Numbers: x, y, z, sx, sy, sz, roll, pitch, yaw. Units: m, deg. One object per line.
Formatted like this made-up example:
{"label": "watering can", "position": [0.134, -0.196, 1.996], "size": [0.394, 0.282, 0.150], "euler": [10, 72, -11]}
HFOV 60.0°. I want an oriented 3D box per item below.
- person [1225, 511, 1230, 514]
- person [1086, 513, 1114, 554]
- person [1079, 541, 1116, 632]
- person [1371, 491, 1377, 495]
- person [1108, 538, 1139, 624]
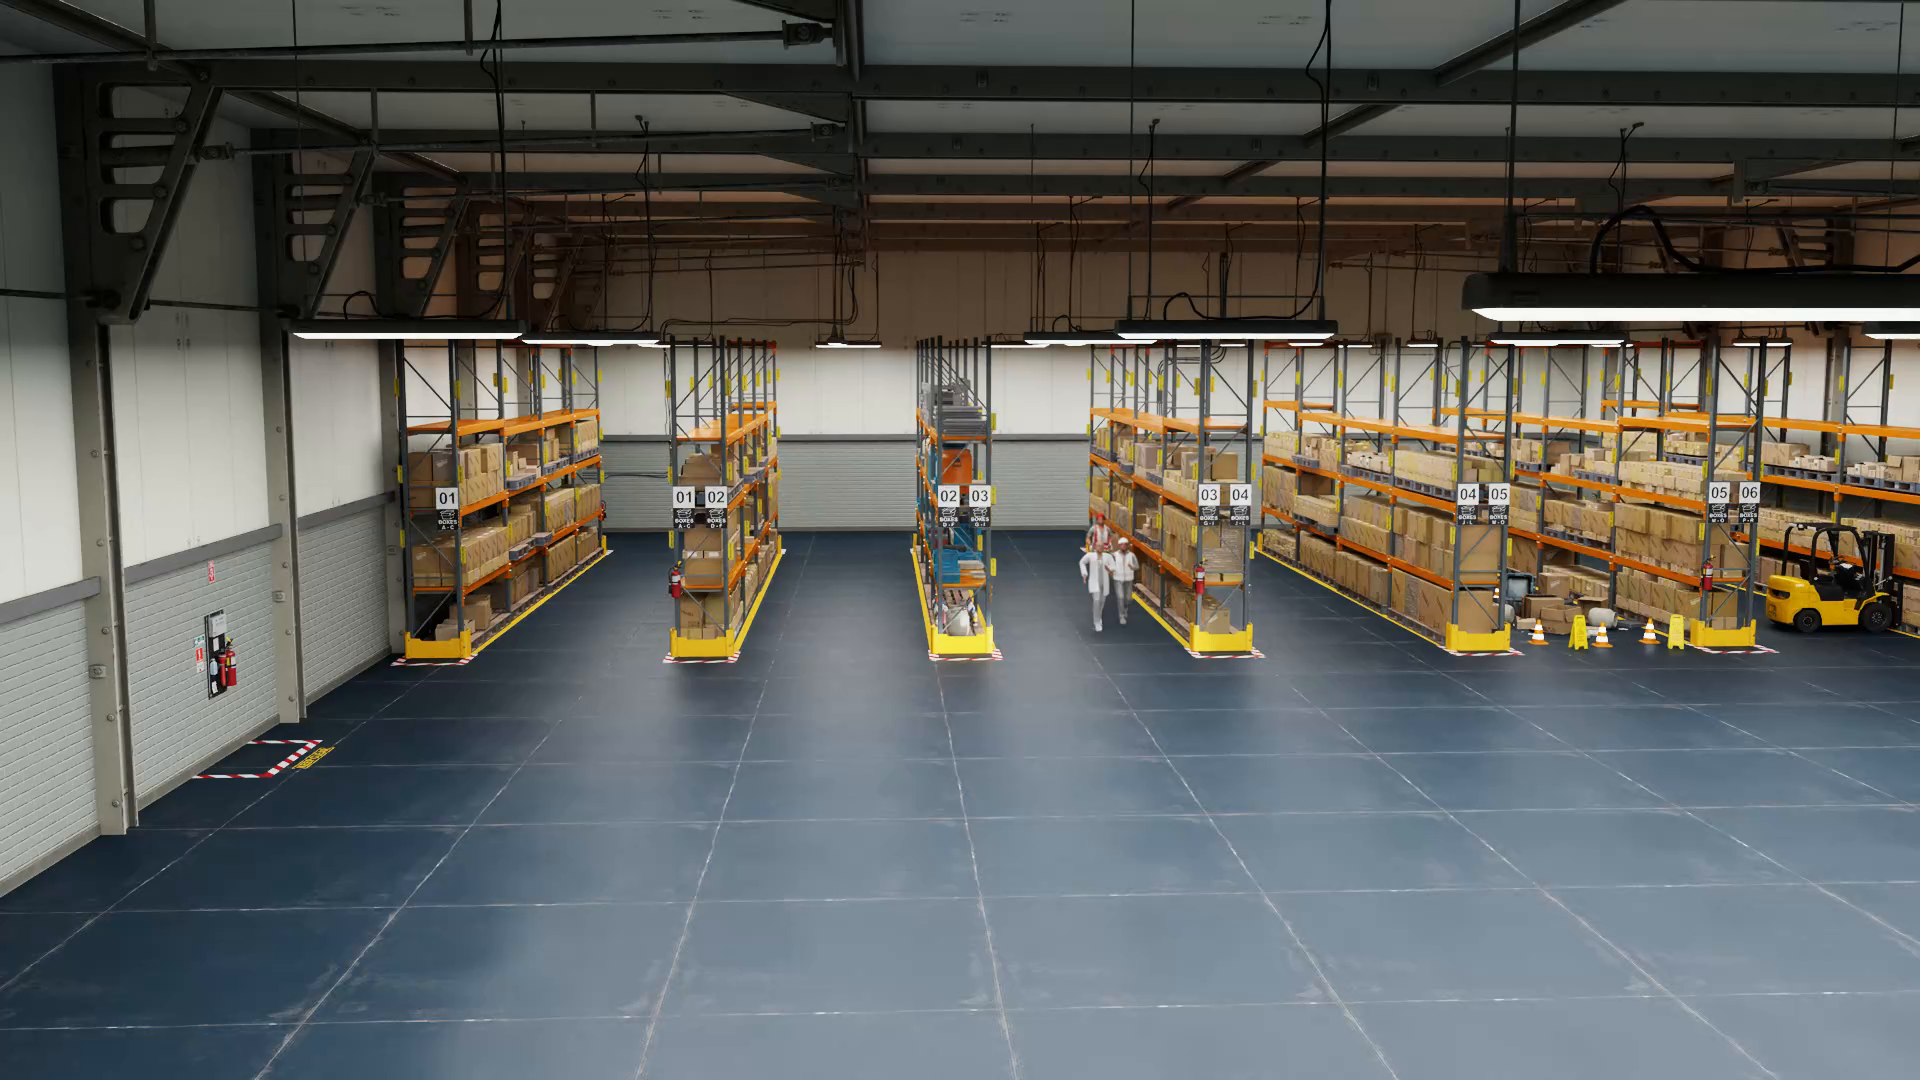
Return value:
{"label": "person", "position": [7.826, -0.677, 48.888], "size": [0.898, 1.694, 0.865], "euler": [-1, 7, -8]}
{"label": "person", "position": [3.204, 0.266, 37.853], "size": [0.656, 1.755, 0.676], "euler": [-1, 7, -10]}
{"label": "person", "position": [2.864, 0.925, 34.380], "size": [0.677, 1.836, 0.903], "euler": [-2, 7, -13]}
{"label": "person", "position": [12.218, -0.668, 49.376], "size": [0.581, 1.558, 0.516], "euler": [-1, 7, -8]}
{"label": "person", "position": [3.407, 0.827, 34.688], "size": [0.657, 1.753, 0.970], "euler": [-1, 7, -5]}
